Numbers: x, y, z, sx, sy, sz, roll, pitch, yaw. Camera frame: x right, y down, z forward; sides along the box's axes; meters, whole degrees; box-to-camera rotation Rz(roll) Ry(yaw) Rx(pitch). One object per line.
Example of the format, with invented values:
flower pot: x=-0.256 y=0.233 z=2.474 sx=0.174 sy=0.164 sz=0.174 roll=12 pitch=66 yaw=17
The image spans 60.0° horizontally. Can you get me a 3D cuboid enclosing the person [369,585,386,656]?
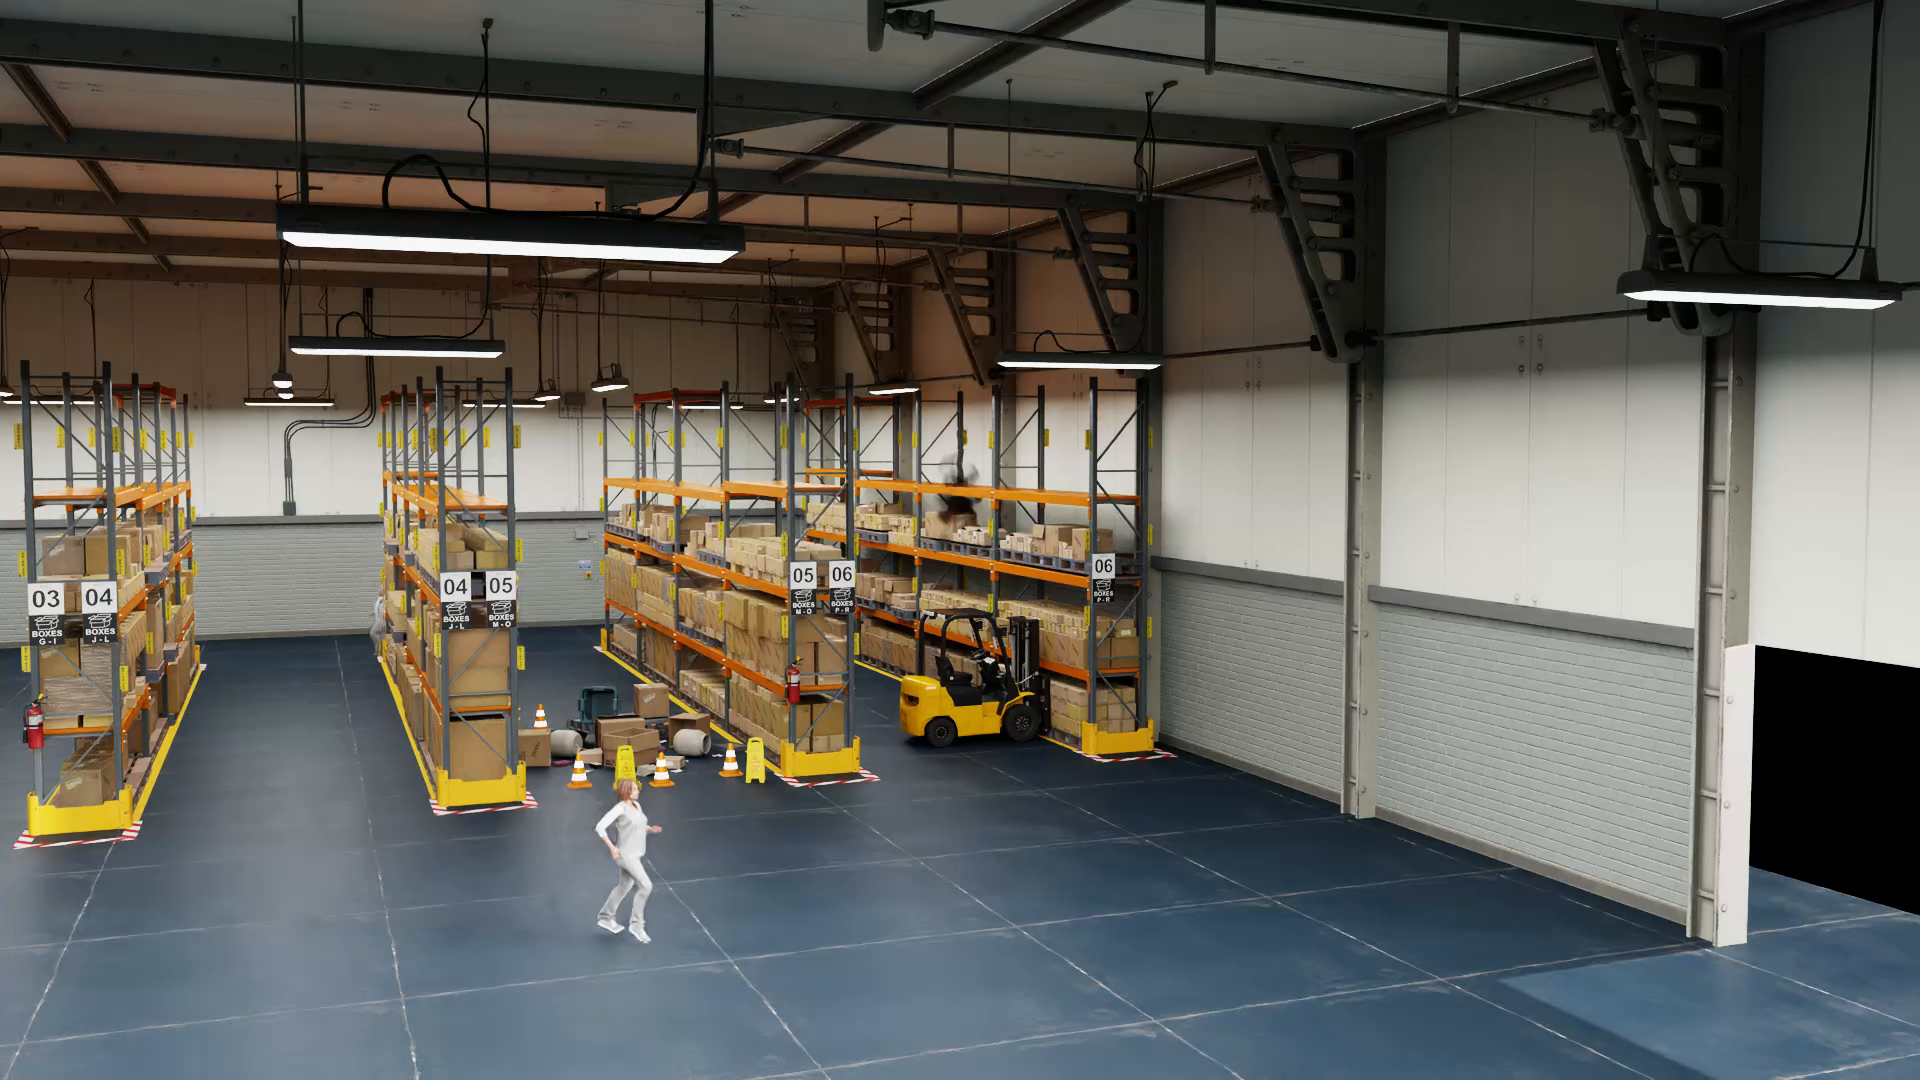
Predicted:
person: x=-13.368 y=1.884 z=38.551 sx=0.668 sy=1.678 sz=0.681 roll=-2 pitch=4 yaw=-35

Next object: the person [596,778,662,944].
person: x=-3.318 y=3.200 z=16.612 sx=0.710 sy=1.641 sz=0.470 roll=1 pitch=3 yaw=9
